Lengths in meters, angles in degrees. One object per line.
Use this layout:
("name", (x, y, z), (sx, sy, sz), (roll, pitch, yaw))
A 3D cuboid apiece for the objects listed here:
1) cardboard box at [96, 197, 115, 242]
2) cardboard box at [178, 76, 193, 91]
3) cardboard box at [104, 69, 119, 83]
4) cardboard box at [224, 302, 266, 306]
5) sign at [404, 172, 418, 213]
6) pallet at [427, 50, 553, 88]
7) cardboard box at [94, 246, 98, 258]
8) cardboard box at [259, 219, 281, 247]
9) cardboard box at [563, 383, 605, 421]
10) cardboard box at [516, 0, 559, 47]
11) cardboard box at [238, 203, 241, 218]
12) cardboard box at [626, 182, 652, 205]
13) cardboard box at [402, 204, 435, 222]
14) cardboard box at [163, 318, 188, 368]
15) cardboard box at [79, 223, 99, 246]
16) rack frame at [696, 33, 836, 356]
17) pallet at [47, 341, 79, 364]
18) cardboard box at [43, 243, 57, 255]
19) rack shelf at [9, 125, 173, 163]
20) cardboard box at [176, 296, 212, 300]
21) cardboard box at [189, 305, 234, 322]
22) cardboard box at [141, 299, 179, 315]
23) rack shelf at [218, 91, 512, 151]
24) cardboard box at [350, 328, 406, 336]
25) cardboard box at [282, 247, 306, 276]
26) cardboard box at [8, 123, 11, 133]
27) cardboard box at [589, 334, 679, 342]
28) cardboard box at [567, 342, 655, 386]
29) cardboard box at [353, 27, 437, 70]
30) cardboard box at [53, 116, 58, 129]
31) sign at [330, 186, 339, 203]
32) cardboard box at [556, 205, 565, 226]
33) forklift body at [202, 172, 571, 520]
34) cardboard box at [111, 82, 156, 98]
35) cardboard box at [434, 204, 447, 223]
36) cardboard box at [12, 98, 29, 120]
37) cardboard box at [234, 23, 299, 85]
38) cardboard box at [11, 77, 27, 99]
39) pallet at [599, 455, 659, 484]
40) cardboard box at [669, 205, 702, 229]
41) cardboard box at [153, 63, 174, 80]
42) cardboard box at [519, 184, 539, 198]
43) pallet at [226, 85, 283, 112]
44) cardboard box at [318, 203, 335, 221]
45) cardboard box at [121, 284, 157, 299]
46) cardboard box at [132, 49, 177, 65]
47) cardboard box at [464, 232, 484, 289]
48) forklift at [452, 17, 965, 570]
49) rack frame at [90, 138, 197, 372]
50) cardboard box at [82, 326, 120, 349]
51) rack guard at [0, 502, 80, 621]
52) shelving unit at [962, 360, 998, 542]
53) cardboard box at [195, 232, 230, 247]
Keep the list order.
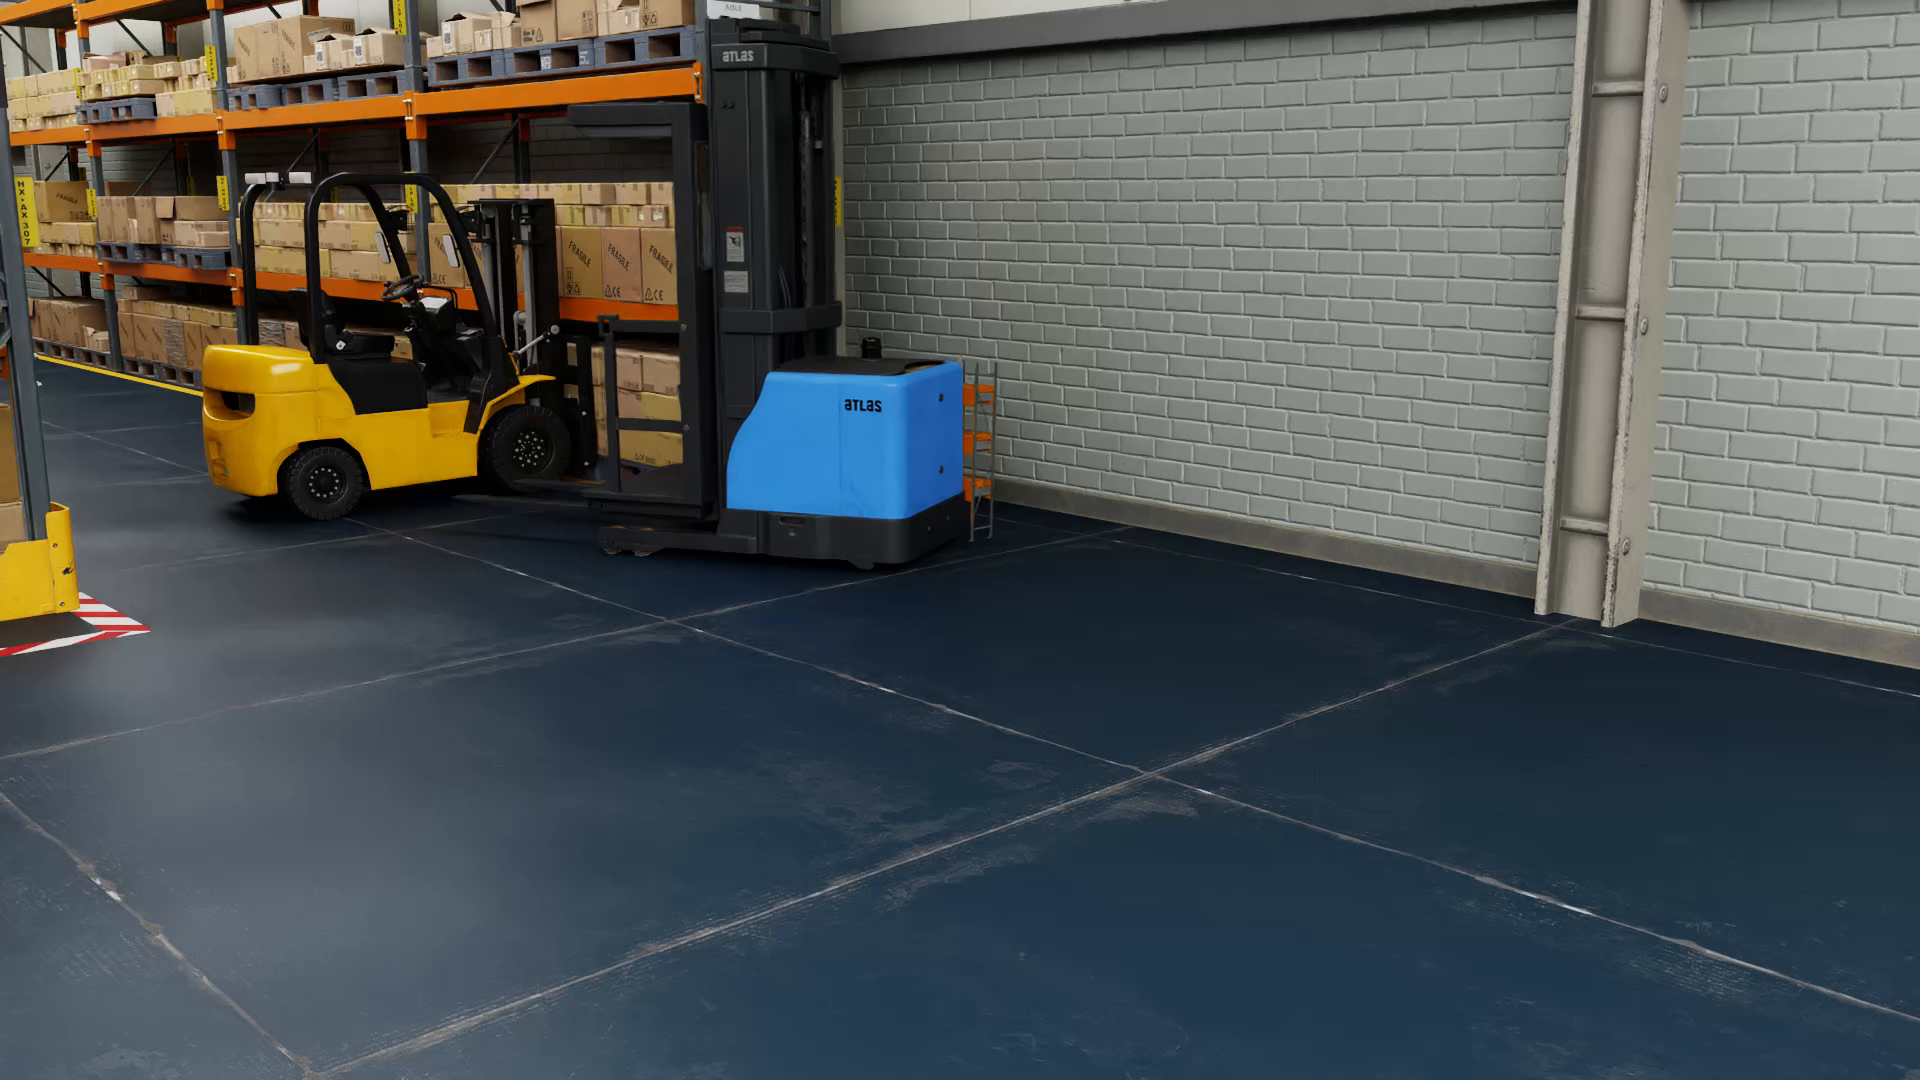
("cardboard box", (-9.364, -3.656, 18.933), (0.700, 0.500, 0.500), (-10, 16, -41))
("cardboard box", (-7.724, -4.641, 16.953), (0.380, 0.149, 0.250), (-11, 16, -43))
("cardboard box", (-9.070, -5.039, 18.098), (0.380, 0.149, 0.250), (-11, 16, -43))
("cardboard box", (-7.840, -2.519, 18.250), (0.380, 0.149, 0.250), (-11, 16, -42))
("sign", (-4.397, -2.786, 13.330), (0.100, 0.325, 0.005), (-11, 16, -43))
("pallet", (-3.403, -3.640, 12.932), (1.003, 0.211, 1.213), (-11, 16, -43))
("cardboard box", (-9.939, -3.391, 19.560), (0.380, 0.149, 0.250), (-11, 16, -42))
("cardboard box", (-6.299, -2.918, 15.776), (0.500, 0.250, 0.500), (-10, 15, -41))
("cardboard box", (-2.521, -1.030, 12.011), (0.500, 0.250, 0.500), (-11, 16, -44))
("cardboard box", (-2.742, -3.811, 11.996), (0.797, 0.503, 0.637), (-10, 15, -41))
("cardboard box", (-6.766, -3.198, 16.145), (0.380, 0.149, 0.250), (-10, 15, -41))
("cardboard box", (-2.042, -2.353, 11.305), (0.380, 0.149, 0.250), (-10, 16, -41))
("cardboard box", (-4.408, -2.721, 13.829), (0.380, 0.149, 0.250), (-10, 15, -41))
("cardboard box", (-8.295, -2.156, 18.096), (0.500, 0.500, 0.500), (11, 16, 43))
("cardboard box", (-10.064, -3.615, 19.660), (0.500, 0.250, 0.500), (-10, 16, -41))
("rack frame", (-1.249, -1.751, 10.979), (1.000, 3.000, 0.127), (-11, 16, -43))
("pallet", (-10.856, -2.415, 21.112), (1.003, 0.211, 1.213), (-11, 16, -43))
("cardboard box", (-11.219, -3.647, 20.801), (0.380, 0.149, 0.250), (-10, 16, -41))
("rack shelf", (-10.917, -4.911, 20.666), (1.077, 0.370, 4.000), (-11, 16, -43))
("cardboard box", (-8.888, -2.751, 19.375), (0.380, 0.149, 0.250), (-11, 16, -43))
("cardboard box", (-7.981, -2.416, 17.752), (0.380, 0.149, 0.250), (-11, 16, -43))
("cardboard box", (-9.048, -2.647, 18.872), (0.250, 0.149, 0.380), (11, 16, 42))
("rack shelf", (-5.392, -3.744, 14.999), (1.077, 0.370, 4.000), (-11, 16, -43))
("cardboard box", (-4.910, -1.567, 14.927), (0.875, 0.625, 0.625), (-11, 16, -43))
("cardboard box", (-5.939, -2.598, 15.462), (0.500, 0.250, 0.500), (11, 16, 43))
("cardboard box", (-12.046, -5.319, 21.485), (0.380, 0.149, 0.250), (-11, 16, -42))
("cardboard box", (-2.478, -1.419, 12.662), (0.500, 0.250, 0.500), (-11, 16, -44))
("cardboard box", (-2.505, -1.270, 11.937), (0.500, 0.250, 0.500), (-11, 16, -42))
("cardboard box", (-4.687, -4.087, 13.814), (0.500, 0.311, 0.500), (11, 16, 43))
("cardboard box", (-10.674, -5.016, 20.015), (0.380, 0.149, 0.250), (-10, 15, -41))
("sign", (-6.374, -3.564, 16.907), (0.100, 0.325, 0.005), (-11, 16, -43))
("cardboard box", (-2.702, -2.362, 12.089), (0.380, 0.149, 0.250), (-11, 16, -43))
("forklift body", (-3.878, -1.358, 11.174), (2.313, 2.155, 1.214), (-11, 16, -43))
("cardboard box", (-8.910, -4.856, 17.947), (0.380, 0.149, 0.250), (-11, 16, -43))
("cardboard box", (-3.981, -2.619, 13.333), (0.380, 0.149, 0.250), (-11, 16, -43))
("cardboard box", (-11.479, -5.377, 20.779), (0.500, 0.250, 0.500), (11, 16, 43))
("cardboard box", (-6.450, -4.552, 15.603), (0.500, 0.500, 0.500), (-11, 16, -42))
("cardboard box", (-11.479, -5.625, 20.741), (0.500, 0.250, 0.500), (-11, 16, -43))
("pallet", (-1.807, -0.492, 11.774), (1.003, 0.211, 1.213), (-11, 16, -43))
("cardboard box", (-1.691, -2.130, 10.959), (0.380, 0.149, 0.250), (-11, 16, -42))
("cardboard box", (-8.121, -4.854, 17.251), (0.380, 0.149, 0.250), (-11, 16, -42))
("cardboard box", (-3.059, -2.583, 12.421), (0.380, 0.149, 0.250), (-11, 16, -43))
("pallet", (-6.240, -4.209, 15.942), (1.213, 0.211, 1.003), (-10, 15, -40))
("cardboard box", (-5.551, -2.931, 14.849), (0.250, 0.149, 0.380), (11, 16, 44))
("cardboard box", (-9.437, -2.867, 19.201), (0.380, 0.149, 0.250), (-11, 16, -44))
("cardboard box", (-9.068, -5.383, 18.743), (0.396, 0.266, 0.258), (-11, 16, -43))
("cardboard box", (-3.522, -2.209, 12.954), (0.500, 0.500, 0.500), (-11, 16, -42))
("forklift", (-1.541, -1.435, 9.612), (3.031, 2.935, 1.130), (4, 12, 20))
("rack frame", (-9.536, -3.503, 19.479), (1.000, 3.000, 0.127), (-11, 16, -43))
("cardboard box", (-10.380, -2.462, 20.162), (0.396, 0.266, 0.258), (-10, 15, -41))
("rack guard", (-4.889, 0.154, 7.925), (1.175, 0.500, 0.348), (-11, 16, -43))
("shelving unit", (0.047, -0.535, 9.884), (0.252, 1.050, 0.215), (9, 12, 38))
("cardboard box", (-7.505, -3.044, 16.835), (0.380, 0.149, 0.250), (-11, 16, -42))
